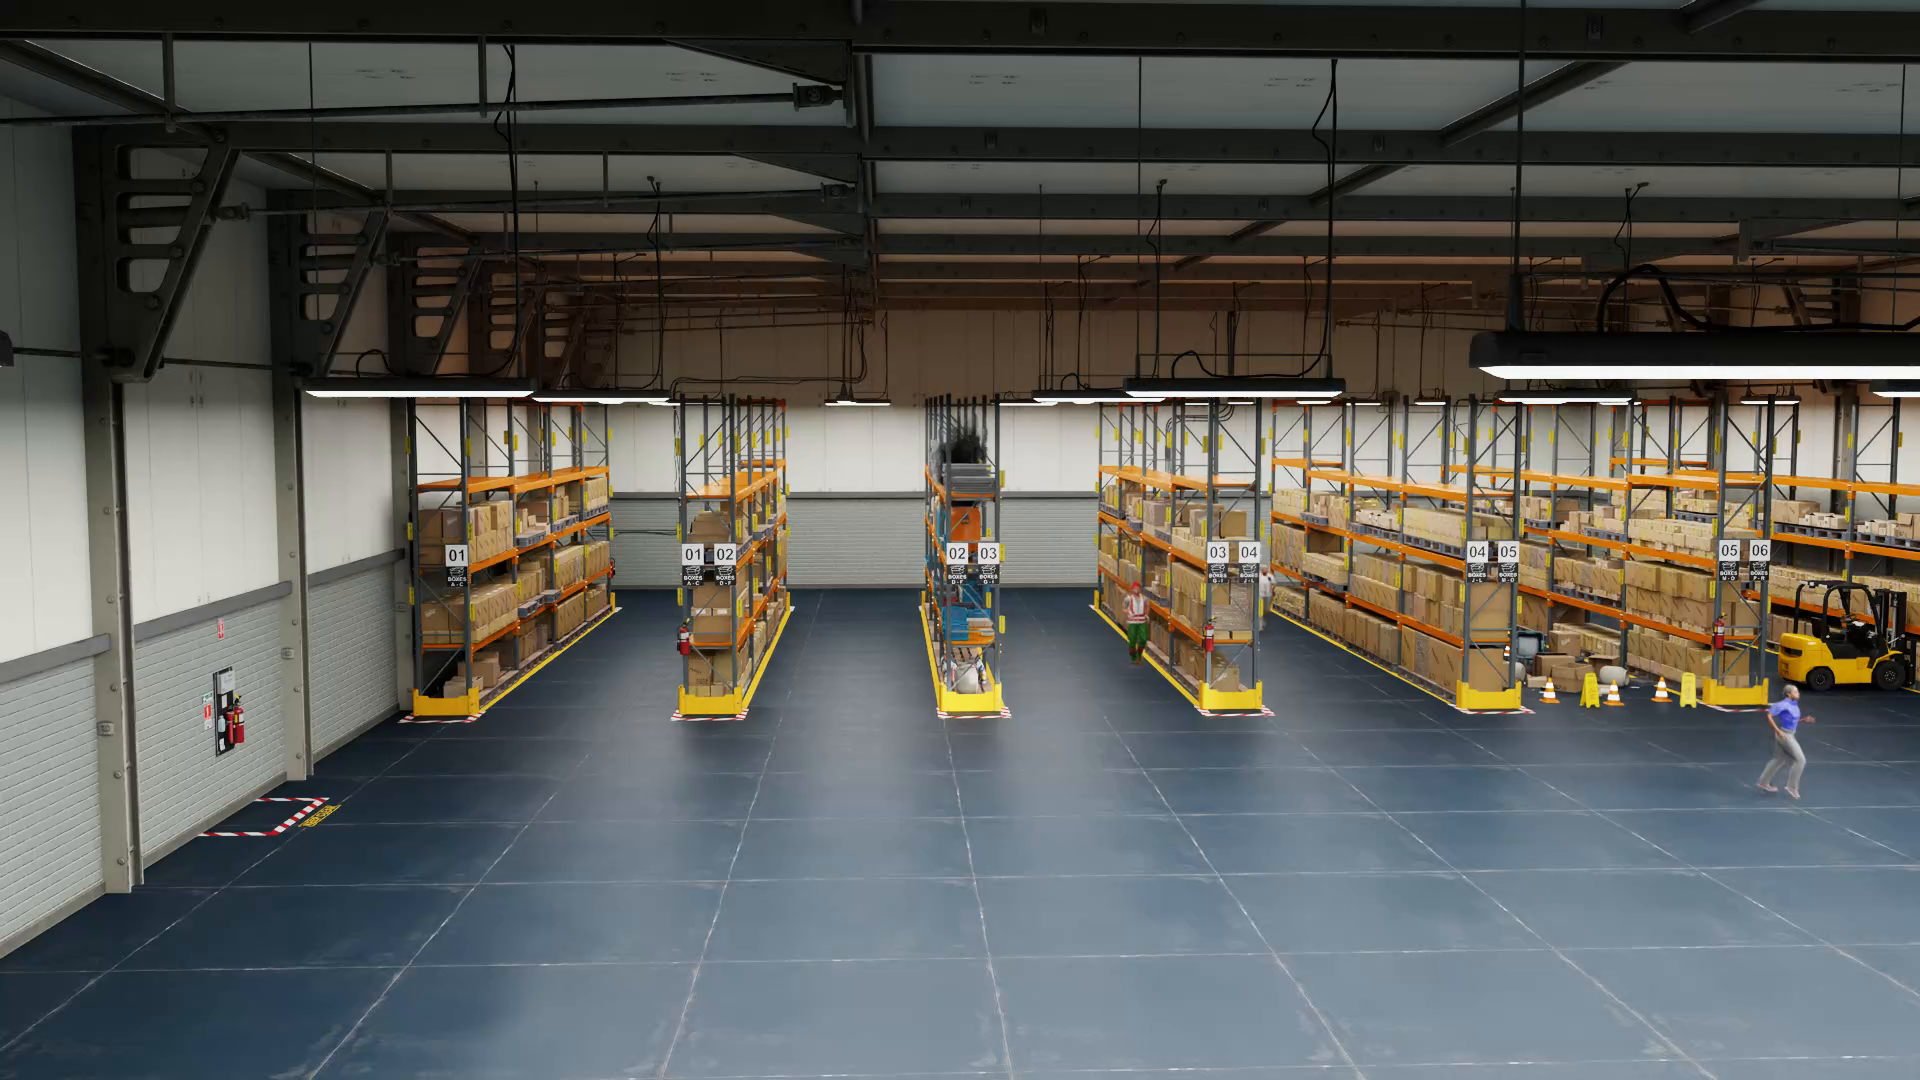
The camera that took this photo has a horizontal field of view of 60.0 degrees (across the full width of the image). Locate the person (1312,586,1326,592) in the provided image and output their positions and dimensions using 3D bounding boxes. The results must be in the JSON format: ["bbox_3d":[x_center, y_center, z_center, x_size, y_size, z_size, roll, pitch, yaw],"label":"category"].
[{"bbox_3d":[10.703,1.066,49.279,0.549,1.560,0.537,0,5,-2],"label":"person"}]

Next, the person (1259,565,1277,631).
[{"bbox_3d":[7.916,1.484,43.182,0.580,1.706,0.762,0,5,3],"label":"person"}]

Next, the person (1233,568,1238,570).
[{"bbox_3d":[7.572,1.053,48.029,0.942,1.719,0.814,3,6,37],"label":"person"}]

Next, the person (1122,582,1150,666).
[{"bbox_3d":[3.758,1.787,35.128,0.632,1.801,0.620,-1,5,-7],"label":"person"}]

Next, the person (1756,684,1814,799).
[{"bbox_3d":[12.207,2.977,24.585,0.747,1.723,0.546,3,5,31],"label":"person"}]
